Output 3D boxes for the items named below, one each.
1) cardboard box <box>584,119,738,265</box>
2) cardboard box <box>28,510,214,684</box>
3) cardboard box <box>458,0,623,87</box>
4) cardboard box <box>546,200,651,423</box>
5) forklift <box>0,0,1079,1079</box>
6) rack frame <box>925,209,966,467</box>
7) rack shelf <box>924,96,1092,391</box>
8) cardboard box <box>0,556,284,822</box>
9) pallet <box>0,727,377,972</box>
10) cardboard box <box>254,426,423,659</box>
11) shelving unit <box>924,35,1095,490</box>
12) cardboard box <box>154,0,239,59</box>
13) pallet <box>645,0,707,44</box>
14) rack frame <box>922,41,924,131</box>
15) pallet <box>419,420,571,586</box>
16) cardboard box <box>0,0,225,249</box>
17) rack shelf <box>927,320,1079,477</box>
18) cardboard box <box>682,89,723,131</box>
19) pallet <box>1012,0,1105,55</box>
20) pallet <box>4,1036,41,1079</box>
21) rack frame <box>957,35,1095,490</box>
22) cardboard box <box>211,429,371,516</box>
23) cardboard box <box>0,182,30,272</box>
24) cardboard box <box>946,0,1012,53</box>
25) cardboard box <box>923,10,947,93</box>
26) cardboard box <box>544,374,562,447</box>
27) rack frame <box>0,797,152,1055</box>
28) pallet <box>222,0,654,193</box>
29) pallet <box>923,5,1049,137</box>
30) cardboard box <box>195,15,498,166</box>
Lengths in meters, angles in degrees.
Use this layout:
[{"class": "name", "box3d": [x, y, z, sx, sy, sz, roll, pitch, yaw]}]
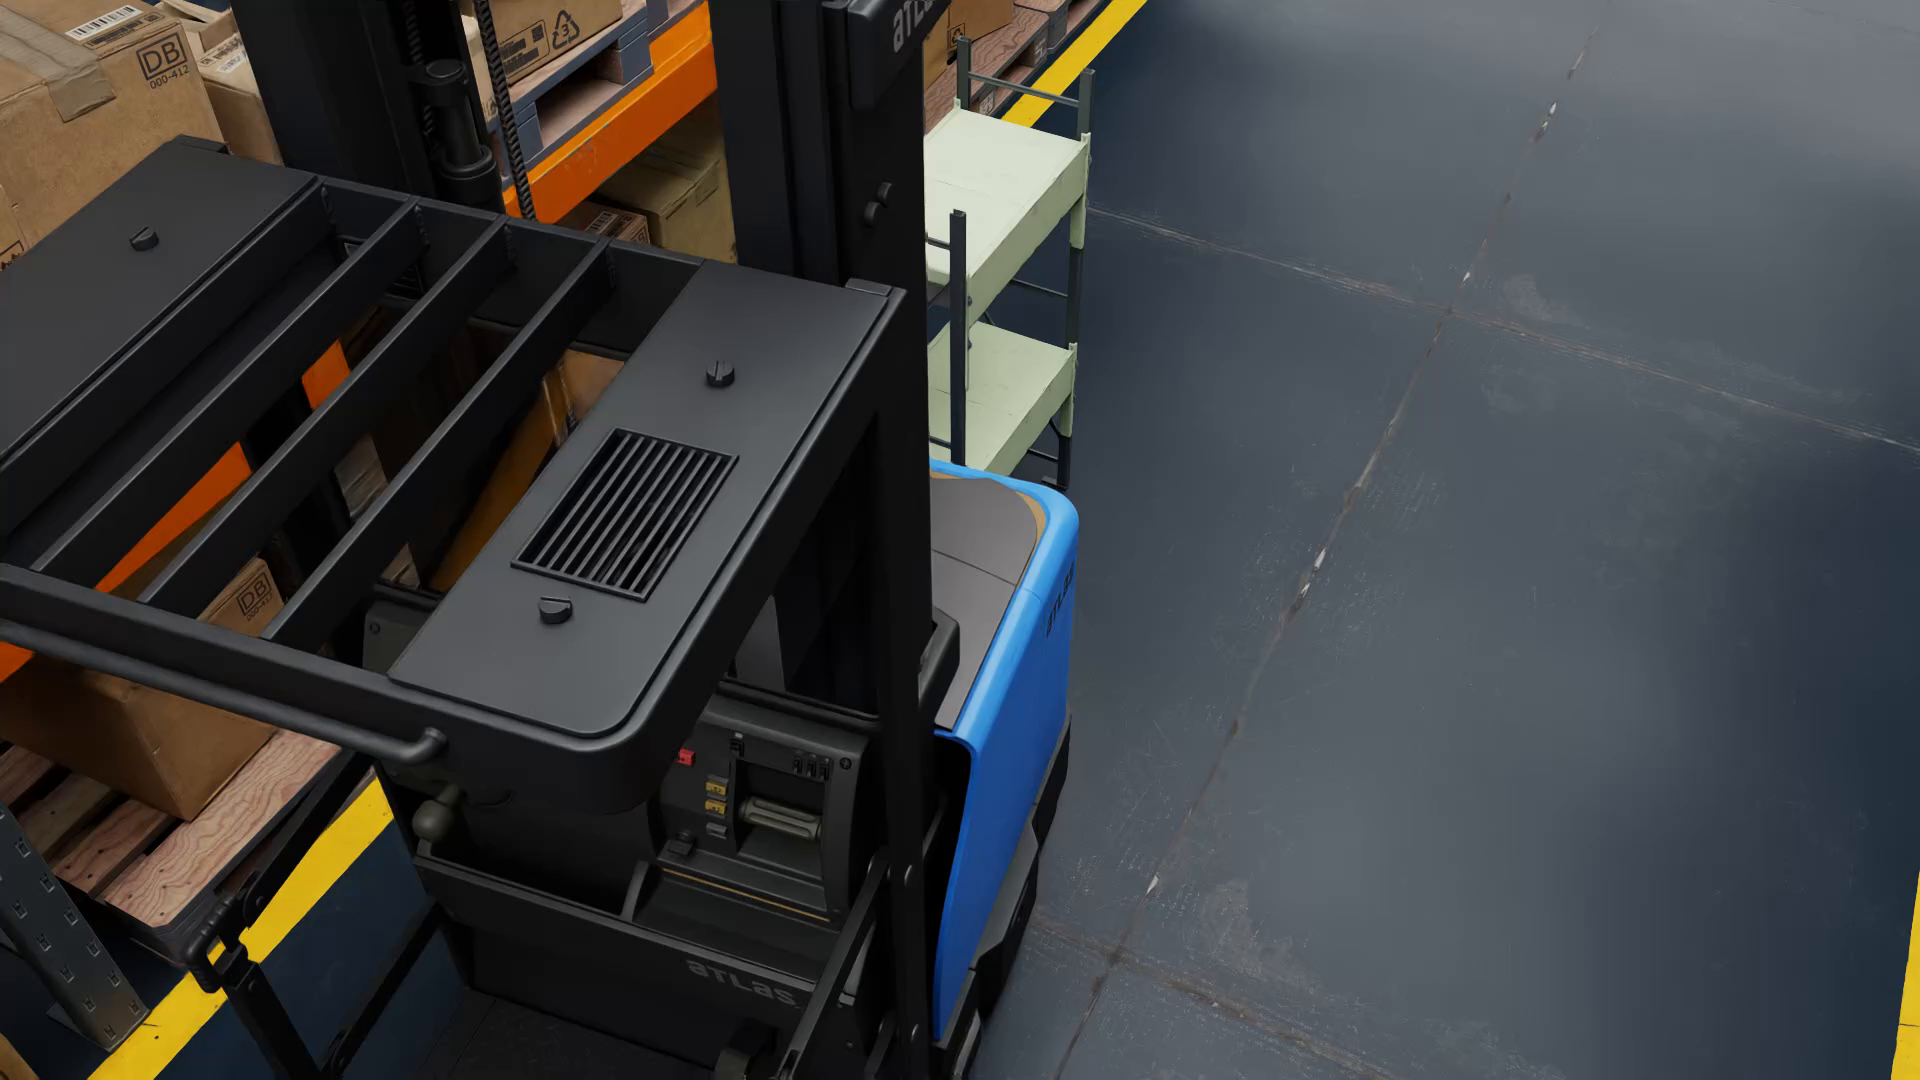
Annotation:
[{"class": "cardboard box", "box3d": [-1.149, -1.136, 5.712, 0.700, 0.500, 0.500, 20, 49, 19]}, {"class": "cardboard box", "box3d": [-2.179, 0.014, 4.048, 0.500, 0.250, 0.500, 22, 49, 21]}, {"class": "cardboard box", "box3d": [-1.330, -1.595, 4.350, 0.797, 0.503, 0.637, 25, 51, 23]}, {"class": "cardboard box", "box3d": [-1.408, -0.783, 5.363, 0.700, 0.500, 0.500, 17, 48, 16]}, {"class": "forklift", "box3d": [-0.677, 0.490, 2.705, 1.130, 2.935, 3.031, 14, 47, 13]}, {"class": "rack frame", "box3d": [-0.167, -0.301, 4.493, 0.400, 1.500, 0.023, 20, 49, 19]}, {"class": "rack shelf", "box3d": [0.003, -0.806, 4.443, 0.431, 0.370, 0.720, 20, 49, 19]}, {"class": "cardboard box", "box3d": [-2.170, 0.281, 4.311, 0.700, 0.500, 0.500, 18, 48, 17]}, {"class": "pallet", "box3d": [-2.099, 0.474, 4.633, 1.003, 0.211, 1.213, 20, 49, 19]}, {"class": "cardboard box", "box3d": [-1.924, -0.072, 4.661, 0.700, 0.500, 0.500, 17, 48, 16]}, {"class": "shelving unit", "box3d": [0.003, -0.531, 4.721, 0.431, 1.500, 0.755, 20, 49, 19]}, {"class": "cardboard box", "box3d": [-1.929, -1.254, 4.180, 0.396, 0.266, 0.258, 19, 48, 18]}, {"class": "pallet", "box3d": [-1.090, -2.033, 5.285, 1.003, 0.211, 1.213, 20, 49, 19]}, {"class": "rack frame", "box3d": [-0.607, -2.534, 5.645, 1.000, 3.000, 0.127, 20, 49, 19]}, {"class": "pallet", "box3d": [-1.532, -0.291, 5.389, 1.003, 0.211, 1.213, 20, 49, 19]}, {"class": "cardboard box", "box3d": [-2.078, -0.935, 3.699, 0.700, 0.500, 0.500, 28, 51, 25]}, {"class": "rack shelf", "box3d": [0.003, -0.302, 4.953, 0.431, 0.370, 0.720, 20, 49, 19]}, {"class": "cardboard box", "box3d": [-0.911, -1.430, 6.003, 0.700, 0.500, 0.500, 17, 48, 16]}, {"class": "pallet", "box3d": [0.239, -2.760, 7.829, 1.003, 0.211, 1.213, 20, 49, 19]}, {"class": "pallet", "box3d": [-2.896, 1.438, 3.680, 1.003, 0.211, 1.213, 20, 49, 19]}, {"class": "rack frame", "box3d": [0.173, -0.762, 4.949, 0.400, 1.500, 0.023, 20, 49, 19]}, {"class": "cardboard box", "box3d": [-1.942, -0.323, 4.381, 0.500, 0.250, 0.500, 26, 51, 23]}, {"class": "cardboard box", "box3d": [-2.248, -0.550, 3.319, 0.500, 0.500, 0.500, 15, 47, 14]}, {"class": "cardboard box", "box3d": [-0.126, -2.405, 6.980, 0.500, 0.500, 0.500, -34, 55, -29]}, {"class": "cardboard box", "box3d": [-0.386, -2.042, 6.621, 0.500, 0.500, 0.500, 19, 48, 18]}, {"class": "cardboard box", "box3d": [-1.667, -0.432, 5.016, 0.700, 0.500, 0.500, 24, 50, 22]}, {"class": "rack frame", "box3d": [-2.463, -0.014, 3.155, 1.000, 3.000, 0.127, 20, 49, 19]}, {"class": "pallet", "box3d": [-1.581, -1.207, 4.469, 1.003, 0.211, 1.213, 20, 49, 19]}, {"class": "pallet", "box3d": [-0.326, -1.988, 7.067, 1.003, 0.211, 1.213, 20, 49, 19]}, {"class": "cardboard box", "box3d": [-1.482, -1.089, 4.027, 0.500, 0.250, 0.500, 19, 48, 18]}]
